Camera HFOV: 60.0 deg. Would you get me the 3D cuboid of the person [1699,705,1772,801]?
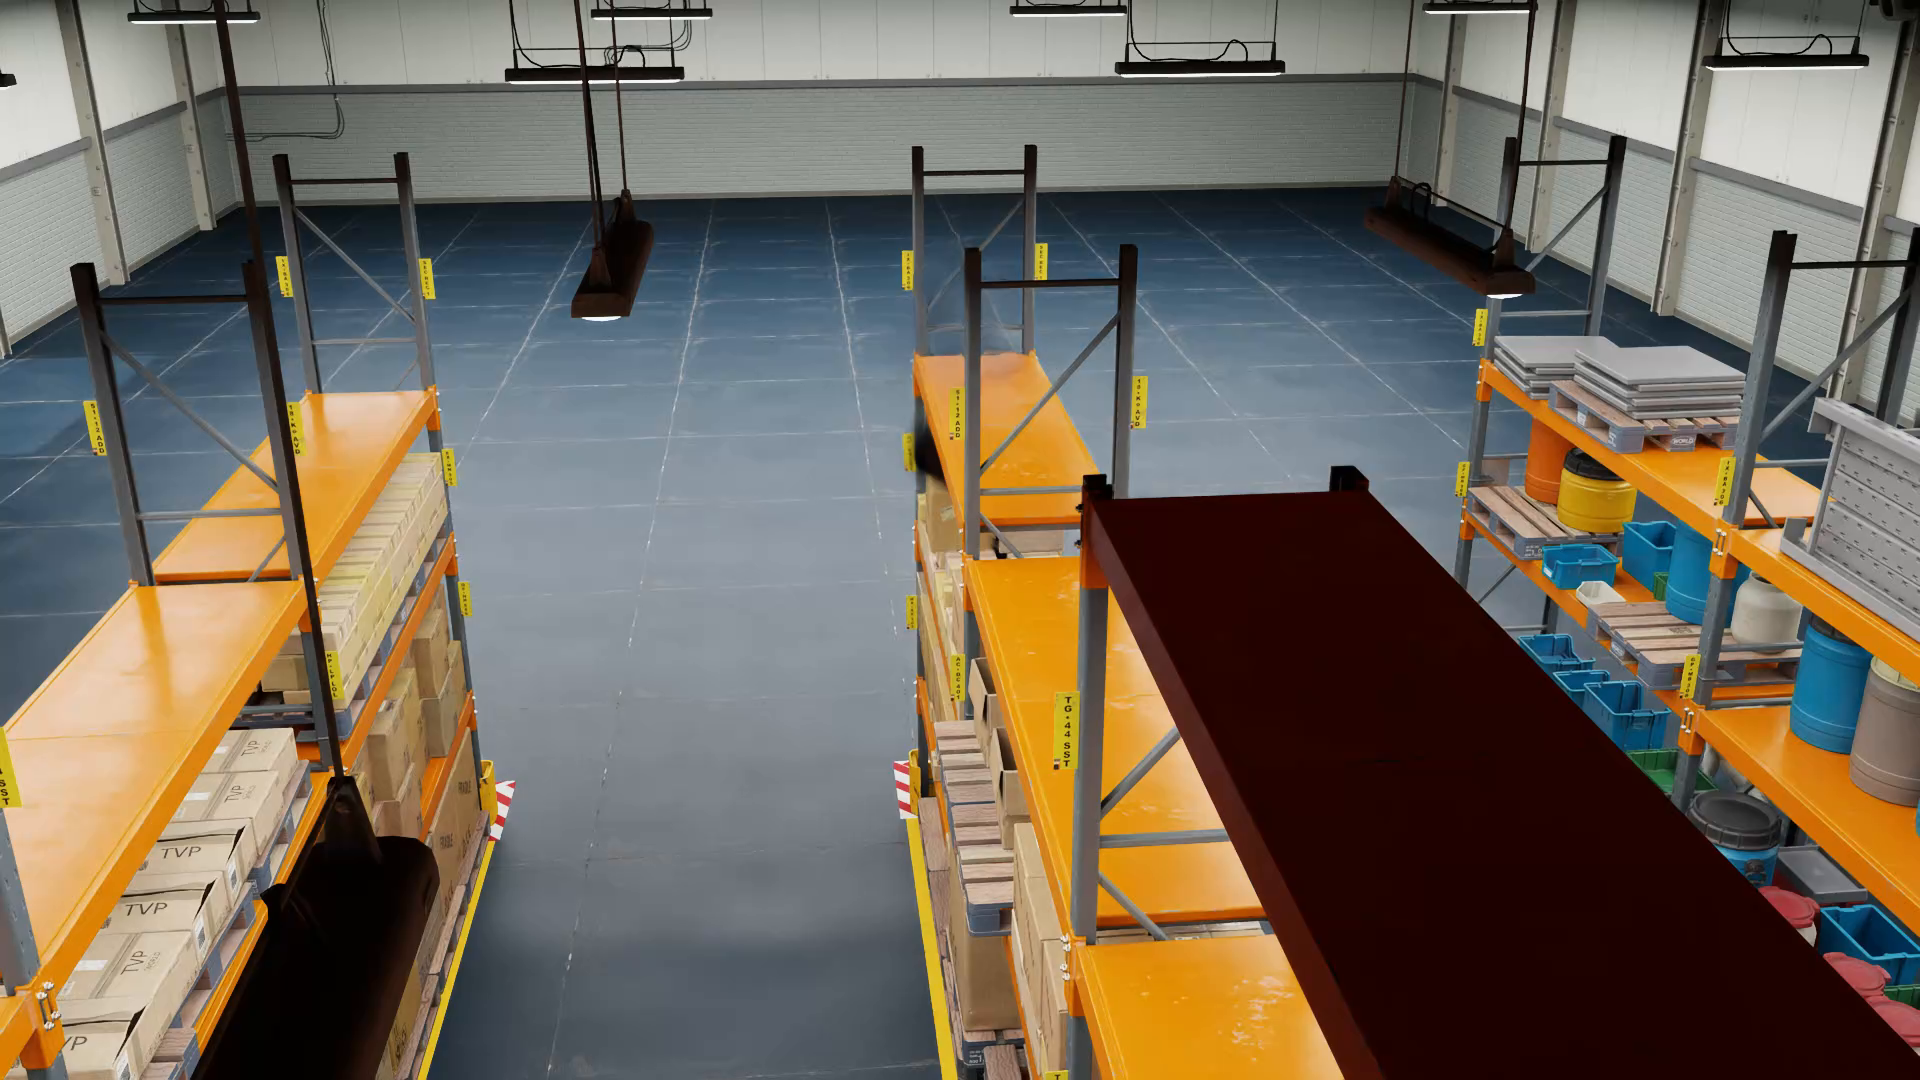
[{"bbox_3d":[7.020,1.698,15.048,0.591,1.690,0.908,-15,26,-34],"label":"person"}]
